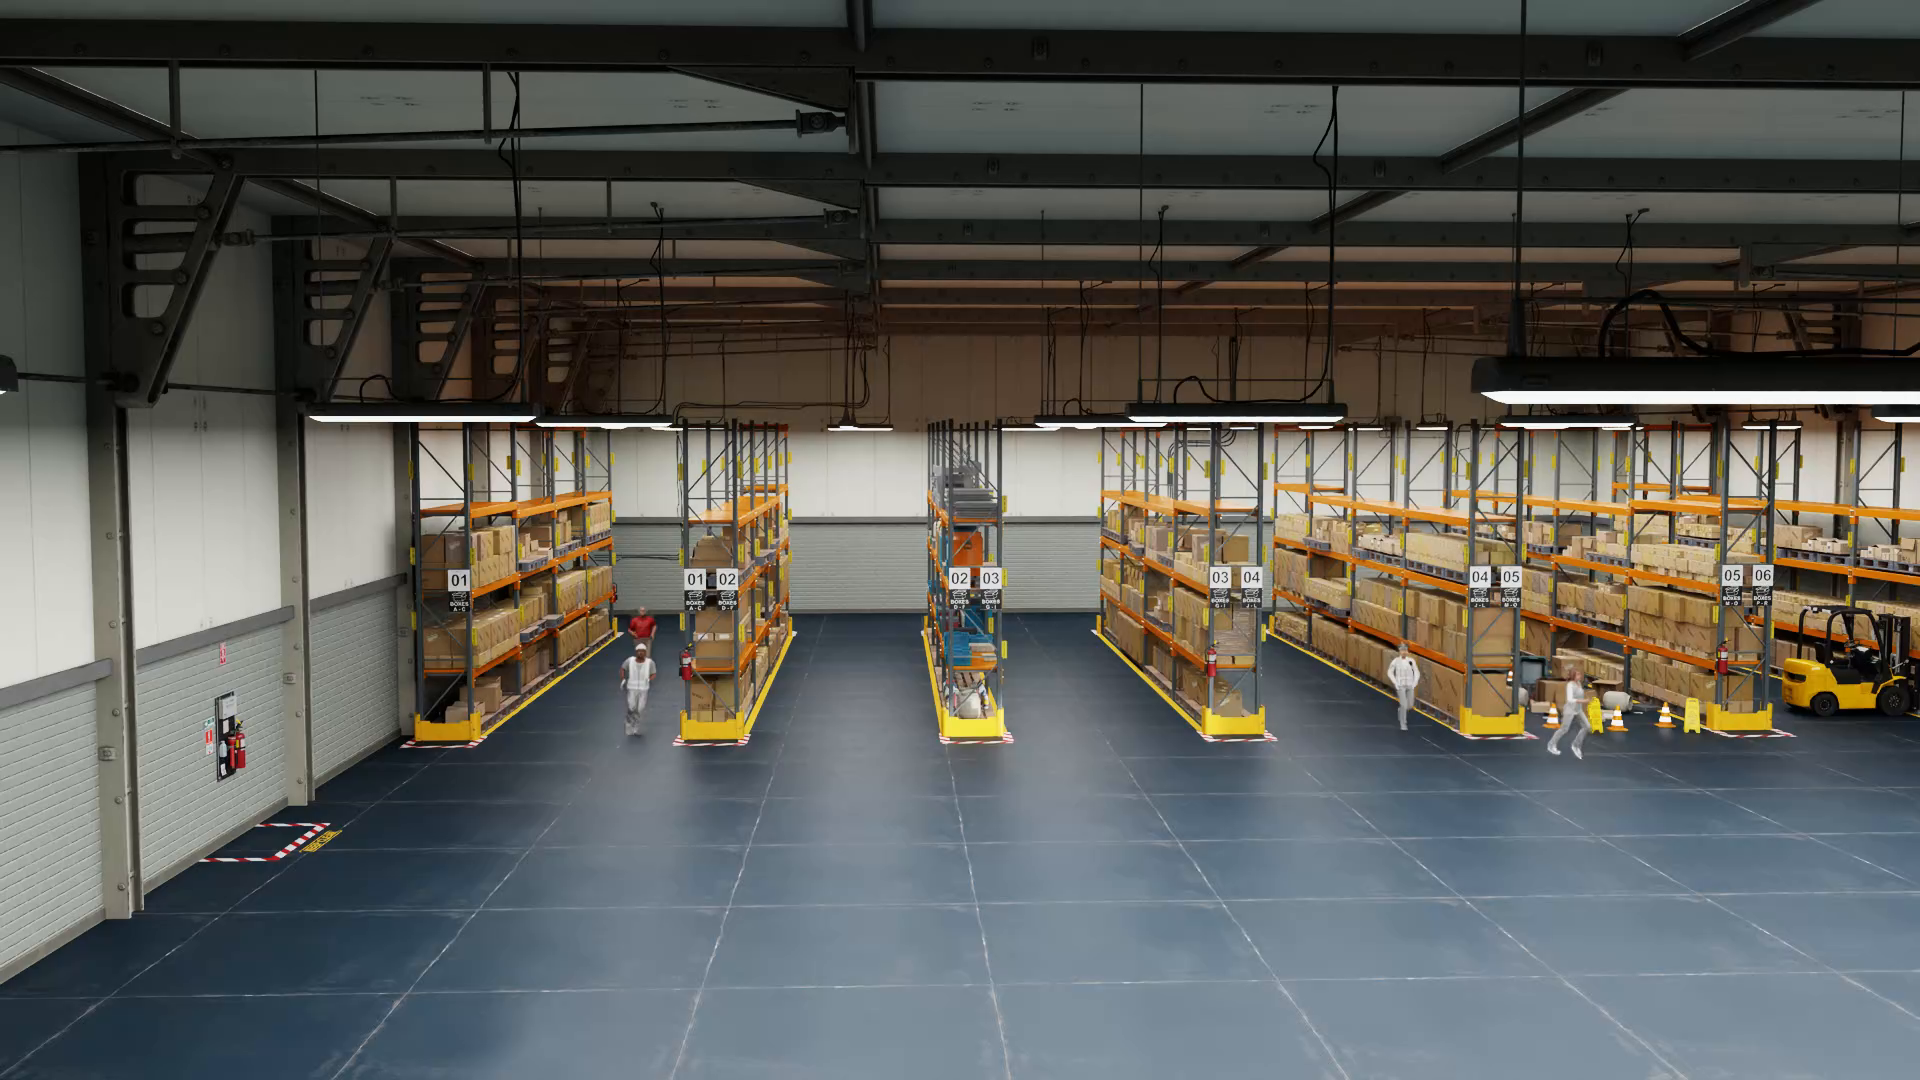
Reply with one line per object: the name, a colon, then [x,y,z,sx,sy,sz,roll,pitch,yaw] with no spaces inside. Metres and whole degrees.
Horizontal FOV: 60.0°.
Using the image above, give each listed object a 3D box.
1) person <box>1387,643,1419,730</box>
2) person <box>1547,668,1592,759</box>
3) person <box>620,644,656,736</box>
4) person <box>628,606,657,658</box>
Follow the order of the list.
person: [8.629,2.831,32.346,0.616,1.673,0.518,0,4,1]
person: [10.787,3.045,29.276,0.547,1.596,0.817,-3,5,-37]
person: [-6.086,2.834,31.503,0.665,1.746,0.657,-1,4,-15]
person: [-7.351,2.388,38.569,0.665,1.699,0.890,-1,4,-14]
